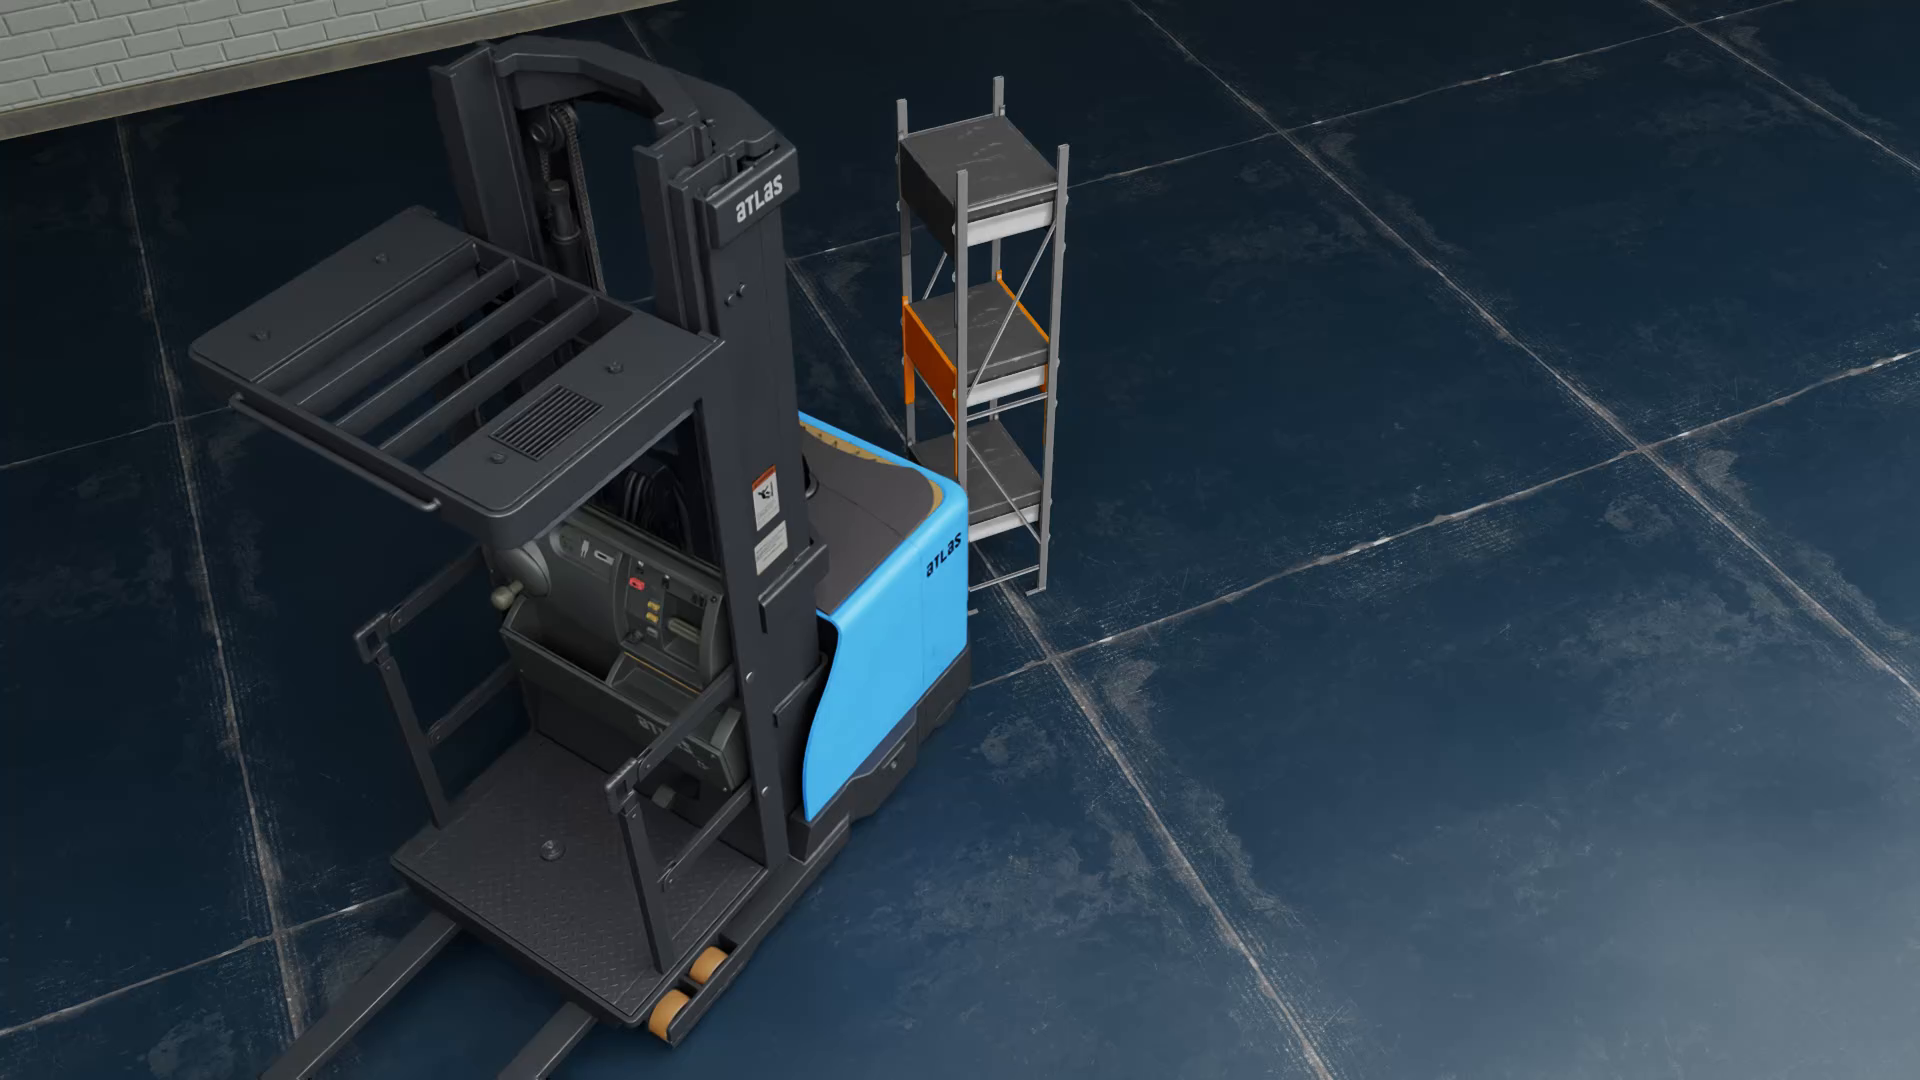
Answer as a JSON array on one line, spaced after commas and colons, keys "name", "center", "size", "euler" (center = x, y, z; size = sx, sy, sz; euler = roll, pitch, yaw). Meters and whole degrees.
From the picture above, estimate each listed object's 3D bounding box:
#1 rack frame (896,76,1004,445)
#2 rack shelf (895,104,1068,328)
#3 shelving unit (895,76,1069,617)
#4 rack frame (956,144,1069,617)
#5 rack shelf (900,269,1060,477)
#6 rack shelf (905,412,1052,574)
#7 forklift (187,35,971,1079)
[{"name": "rack frame", "center": [-0.033, -0.797, 6.432], "size": [0.400, 2.100, 0.015], "euler": [-18, 47, -17]}, {"name": "rack shelf", "center": [0.070, -1.130, 5.792], "size": [0.431, 0.518, 0.480], "euler": [-18, 47, -17]}, {"name": "shelving unit", "center": [0.070, -0.642, 6.274], "size": [0.431, 2.100, 0.503], "euler": [-18, 47, -17]}, {"name": "rack frame", "center": [0.172, -0.486, 6.117], "size": [0.400, 2.100, 0.015], "euler": [-18, 47, -17]}, {"name": "rack shelf", "center": [0.070, -0.632, 6.284], "size": [0.431, 0.518, 0.480], "euler": [-18, 47, -17]}, {"name": "rack shelf", "center": [0.070, -0.134, 6.776], "size": [0.431, 0.518, 0.480], "euler": [-18, 47, -17]}, {"name": "forklift", "center": [-1.194, 0.210, 4.819], "size": [1.130, 2.935, 3.031], "euler": [25, 50, 23]}]
